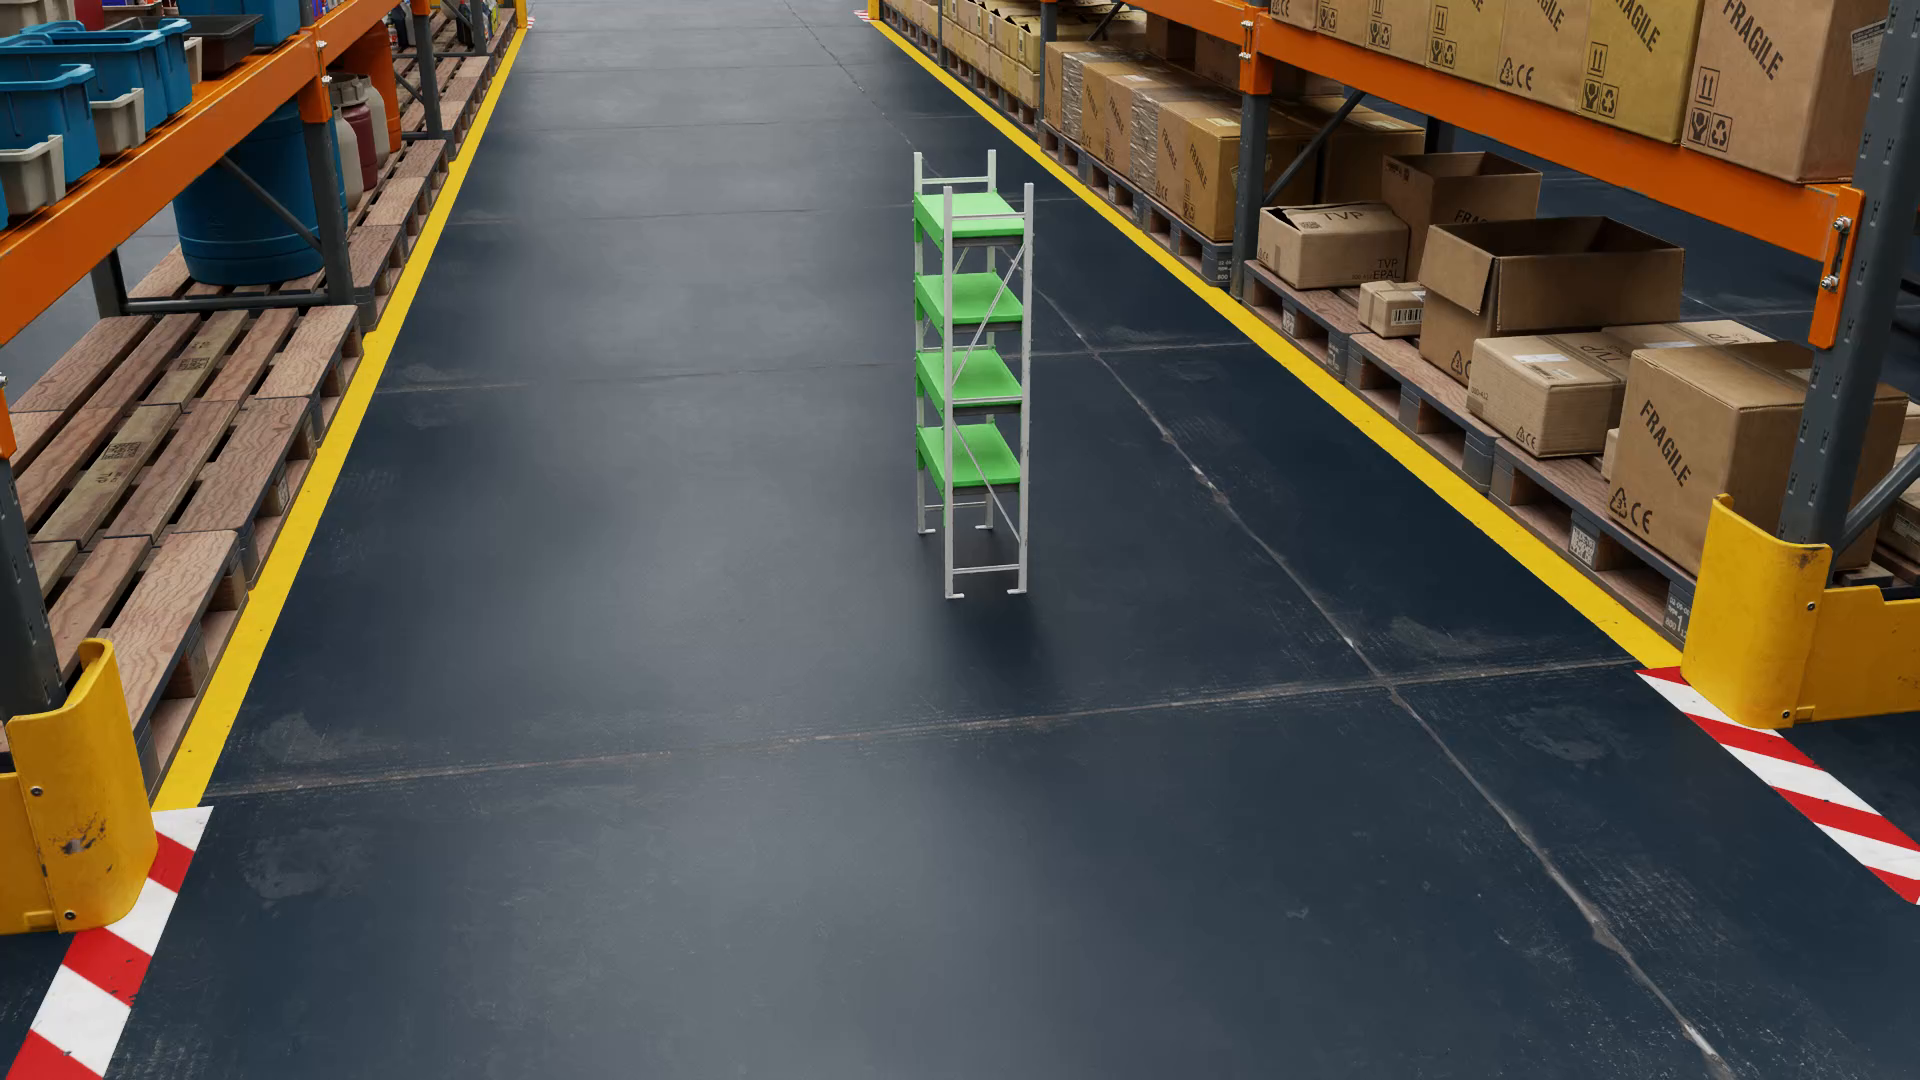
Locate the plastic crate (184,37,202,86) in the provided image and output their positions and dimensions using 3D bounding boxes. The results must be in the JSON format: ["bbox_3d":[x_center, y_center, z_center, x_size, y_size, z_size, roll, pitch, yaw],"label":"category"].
[{"bbox_3d":[-2.468,-1.428,5.027,0.293,0.136,0.466,-4,24,-10],"label":"plastic crate"}]

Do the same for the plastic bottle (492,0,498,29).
[{"bbox_3d":[-4.488,-5.012,15.832,0.152,0.276,0.135,-5,24,-11],"label":"plastic bottle"}]

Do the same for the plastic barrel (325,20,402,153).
[{"bbox_3d":[-3.718,-2.765,10.019,0.600,0.830,0.708,-4,24,-10],"label":"plastic barrel"}]

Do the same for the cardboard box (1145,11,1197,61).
[{"bbox_3d":[1.462,-3.150,10.352,0.500,0.250,0.500,-3,24,-8],"label":"cardboard box"}]

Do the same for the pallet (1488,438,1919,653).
[{"bbox_3d":[2.361,-0.042,5.082,1.003,0.211,1.213,-4,24,-10],"label":"pallet"}]

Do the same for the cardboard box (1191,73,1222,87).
[{"bbox_3d":[1.646,-2.419,9.614,0.500,0.500,0.500,-5,24,-12],"label":"cardboard box"}]

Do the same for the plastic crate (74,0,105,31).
[{"bbox_3d":[-3.167,-1.872,5.633,0.402,0.464,0.583,-4,24,-10],"label":"plastic crate"}]

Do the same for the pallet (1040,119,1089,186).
[{"bbox_3d":[1.145,-2.549,10.822,1.003,0.211,1.213,-4,24,-10],"label":"pallet"}]

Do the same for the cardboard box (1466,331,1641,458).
[{"bbox_3d":[2.034,-0.489,5.508,0.500,0.250,0.500,-4,24,-10],"label":"cardboard box"}]

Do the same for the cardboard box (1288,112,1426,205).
[{"bbox_3d":[1.933,-1.814,8.229,0.500,0.500,0.500,-5,24,-12],"label":"cardboard box"}]

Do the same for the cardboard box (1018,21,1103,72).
[{"bbox_3d":[0.705,-3.500,11.726,0.500,0.311,0.500,-4,24,-8],"label":"cardboard box"}]

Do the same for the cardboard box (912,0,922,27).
[{"bbox_3d":[-0.186,-5.188,16.292,0.500,0.250,0.500,-4,24,-10],"label":"cardboard box"}]

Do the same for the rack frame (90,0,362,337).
[{"bbox_3d":[-3.085,-2.184,6.504,1.000,3.000,0.127,-4,24,-10],"label":"rack frame"}]

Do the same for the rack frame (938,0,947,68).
[{"bbox_3d":[0.304,-5.696,14.545,1.000,3.000,0.127,-4,24,-10],"label":"rack frame"}]

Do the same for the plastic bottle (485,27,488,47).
[{"bbox_3d":[-4.211,-4.448,14.634,0.097,0.201,0.097,0,24,0],"label":"plastic bottle"}]

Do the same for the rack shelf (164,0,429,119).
[{"bbox_3d":[-3.455,-2.641,8.449,1.077,0.370,4.000,-4,24,-10],"label":"rack shelf"}]

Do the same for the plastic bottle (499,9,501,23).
[{"bbox_3d":[-4.534,-5.134,16.204,0.097,0.201,0.097,0,24,0],"label":"plastic bottle"}]

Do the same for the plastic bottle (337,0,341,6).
[{"bbox_3d":[-2.877,-2.534,7.551,0.097,0.201,0.097,0,24,0],"label":"plastic bottle"}]

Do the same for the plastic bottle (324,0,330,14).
[{"bbox_3d":[-2.816,-2.436,7.241,0.097,0.271,0.097,0,24,0],"label":"plastic bottle"}]

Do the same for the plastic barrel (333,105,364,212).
[{"bbox_3d":[-3.317,-1.959,8.572,0.421,0.512,0.421,0,24,0],"label":"plastic barrel"}]

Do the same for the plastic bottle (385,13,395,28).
[{"bbox_3d":[-4.978,-4.453,14.542,0.061,0.283,0.133,-3,24,-7],"label":"plastic bottle"}]

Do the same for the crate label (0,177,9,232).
[{"bbox_3d":[-2.068,-0.683,3.201,0.416,0.233,0.303,-4,24,-10],"label":"crate label"}]

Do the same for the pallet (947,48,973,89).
[{"bbox_3d":[0.479,-4.132,14.446,1.003,0.211,1.213,-4,24,-10],"label":"pallet"}]

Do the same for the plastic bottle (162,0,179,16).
[{"bbox_3d":[-3.424,-2.385,7.211,0.097,0.201,0.097,0,24,0],"label":"plastic bottle"}]

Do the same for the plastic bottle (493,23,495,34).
[{"bbox_3d":[-4.370,-4.786,15.407,0.097,0.201,0.097,0,24,0],"label":"plastic bottle"}]

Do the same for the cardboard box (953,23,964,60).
[{"bbox_3d":[0.228,-4.251,14.145,0.500,0.250,0.500,-4,24,-8],"label":"cardboard box"}]

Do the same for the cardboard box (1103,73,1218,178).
[{"bbox_3d":[1.139,-2.371,9.504,0.500,0.500,0.500,-5,24,-12],"label":"cardboard box"}]

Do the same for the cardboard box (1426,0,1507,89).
[{"bbox_3d":[1.893,-1.777,5.445,0.500,0.500,0.500,-5,24,-10],"label":"cardboard box"}]

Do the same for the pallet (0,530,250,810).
[{"bbox_3d":[-2.460,0.339,4.209,1.003,0.211,1.213,-4,24,-10],"label":"pallet"}]

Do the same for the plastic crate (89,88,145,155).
[{"bbox_3d":[-2.171,-1.038,4.134,0.250,0.136,0.298,-4,24,-10],"label":"plastic crate"}]

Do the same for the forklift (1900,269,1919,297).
[{"bbox_3d":[4.615,-1.911,5.964,1.130,2.935,3.031,-3,24,-6],"label":"forklift"}]

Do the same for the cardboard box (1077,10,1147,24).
[{"bbox_3d":[1.130,-3.746,12.290,0.500,0.311,0.500,-5,24,-11],"label":"cardboard box"}]

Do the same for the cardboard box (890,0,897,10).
[{"bbox_3d":[-0.459,-5.778,17.643,0.500,0.250,0.500,-4,24,-10],"label":"cardboard box"}]

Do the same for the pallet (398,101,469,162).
[{"bbox_3d":[-3.930,-2.788,11.369,1.003,0.211,1.213,-4,24,-10],"label":"pallet"}]

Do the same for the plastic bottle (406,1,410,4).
[{"bbox_3d":[-5.193,-4.945,15.685,0.097,0.271,0.097,0,24,0],"label":"plastic bottle"}]

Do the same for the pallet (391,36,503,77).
[{"bbox_3d":[-4.648,-4.321,14.879,1.003,0.211,1.213,-4,24,-10],"label":"pallet"}]

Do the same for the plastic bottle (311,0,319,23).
[{"bbox_3d":[-2.734,-2.307,6.930,0.061,0.283,0.133,-4,24,-10],"label":"plastic bottle"}]

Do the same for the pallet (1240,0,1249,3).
[{"bbox_3d":[1.743,-2.784,8.117,1.003,0.211,1.213,-4,24,-10],"label":"pallet"}]

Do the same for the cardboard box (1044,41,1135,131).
[{"bbox_3d":[0.847,-2.979,10.896,0.500,0.500,0.500,-3,24,-7],"label":"cardboard box"}]

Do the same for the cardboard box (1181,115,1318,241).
[{"bbox_3d":[1.410,-1.779,8.148,0.500,0.500,0.500,-4,24,-10],"label":"cardboard box"}]

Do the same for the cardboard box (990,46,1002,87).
[{"bbox_3d":[0.518,-3.645,12.758,0.500,0.250,0.500,-4,24,-9],"label":"cardboard box"}]

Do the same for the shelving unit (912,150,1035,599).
[{"bbox_3d":[0.031,-0.485,4.861,0.258,1.200,0.503,-4,24,-10],"label":"shelving unit"}]

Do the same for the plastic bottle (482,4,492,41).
[{"bbox_3d":[-4.306,-4.667,14.948,0.144,0.351,0.185,-4,24,-8],"label":"plastic bottle"}]

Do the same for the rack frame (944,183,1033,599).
[{"bbox_3d":[0.076,-0.389,4.641,0.240,1.200,0.015,-4,24,-10],"label":"rack frame"}]

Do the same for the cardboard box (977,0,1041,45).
[{"bbox_3d":[0.421,-4.100,13.100,0.500,0.311,0.500,-4,24,-8],"label":"cardboard box"}]

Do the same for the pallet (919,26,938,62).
[{"bbox_3d":[0.198,-4.734,15.826,1.003,0.211,1.213,-4,24,-10],"label":"pallet"}]

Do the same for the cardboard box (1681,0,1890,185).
[{"bbox_3d":[2.173,-1.178,4.075,0.500,0.500,0.500,-4,24,-8],"label":"cardboard box"}]

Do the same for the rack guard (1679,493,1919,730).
[{"bbox_3d":[2.509,0.139,4.306,1.175,0.500,0.348,-4,24,-10],"label":"rack guard"}]

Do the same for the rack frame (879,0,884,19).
[{"bbox_3d":[-0.436,-7.270,18.147,1.000,3.000,0.127,-4,24,-10],"label":"rack frame"}]

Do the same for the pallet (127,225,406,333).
[{"bbox_3d":[-3.187,-1.213,7.764,1.003,0.211,1.213,-4,24,-10],"label":"pallet"}]

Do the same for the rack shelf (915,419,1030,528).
[{"bbox_3d":[0.031,-0.206,4.982,0.258,0.148,0.480,-4,24,-10],"label":"rack shelf"}]

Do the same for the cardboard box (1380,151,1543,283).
[{"bbox_3d":[2.167,-1.403,7.287,0.500,0.500,0.500,-4,24,-10],"label":"cardboard box"}]

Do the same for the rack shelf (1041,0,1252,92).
[{"bbox_3d":[1.414,-3.007,9.285,1.077,0.370,4.000,-4,24,-10],"label":"rack shelf"}]

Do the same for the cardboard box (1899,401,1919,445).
[{"bbox_3d":[2.609,-0.349,5.188,0.500,0.250,0.500,-4,24,-10],"label":"cardboard box"}]

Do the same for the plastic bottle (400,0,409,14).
[{"bbox_3d":[-5.062,-4.753,15.146,0.144,0.351,0.185,-4,24,-10],"label":"plastic bottle"}]

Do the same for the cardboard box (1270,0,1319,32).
[{"bbox_3d":[1.610,-2.375,6.815,0.500,0.500,0.500,-4,24,-8],"label":"cardboard box"}]

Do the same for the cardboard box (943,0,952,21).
[{"bbox_3d":[0.136,-4.705,14.484,0.500,0.311,0.500,-4,24,-10],"label":"cardboard box"}]
